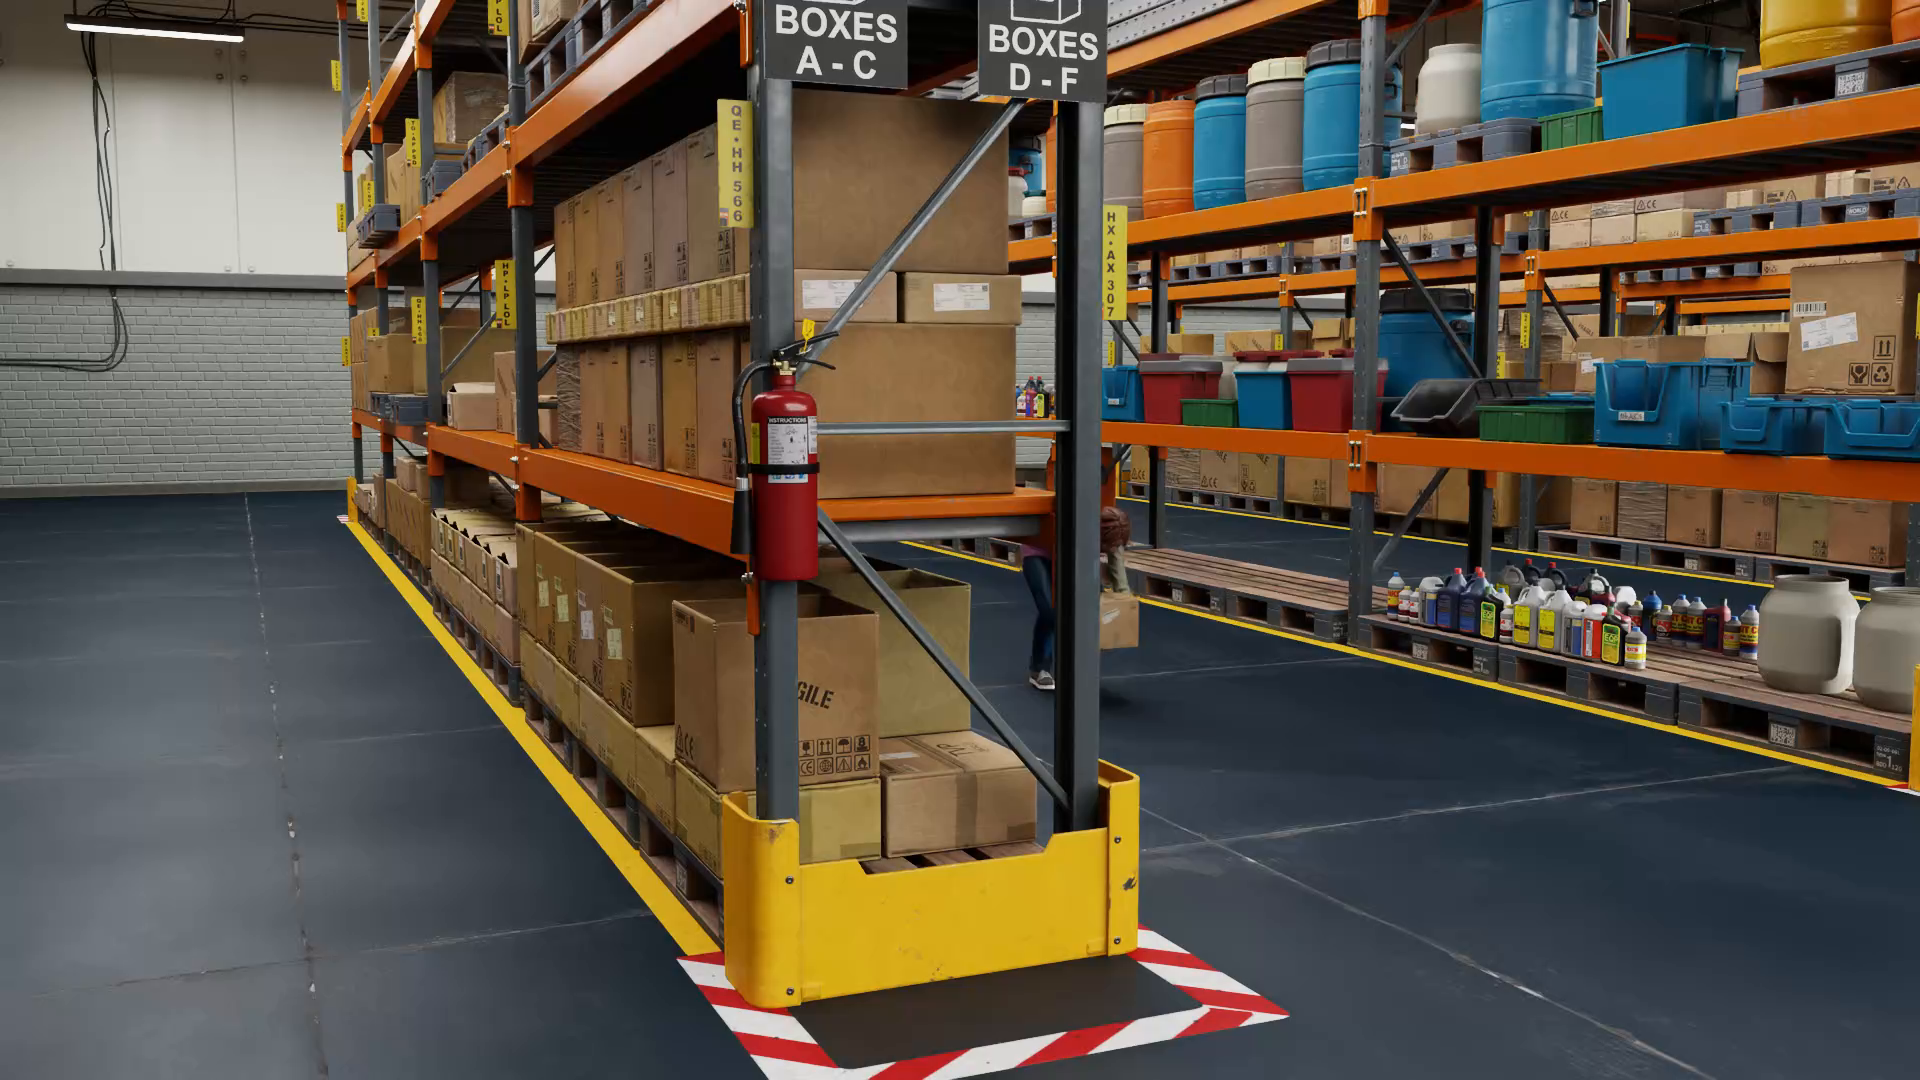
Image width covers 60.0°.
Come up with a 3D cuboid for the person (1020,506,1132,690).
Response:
[{"bbox_3d":[0.619,0.313,8.693,0.417,0.980,0.859,-3,6,-27],"label":"person"}]
